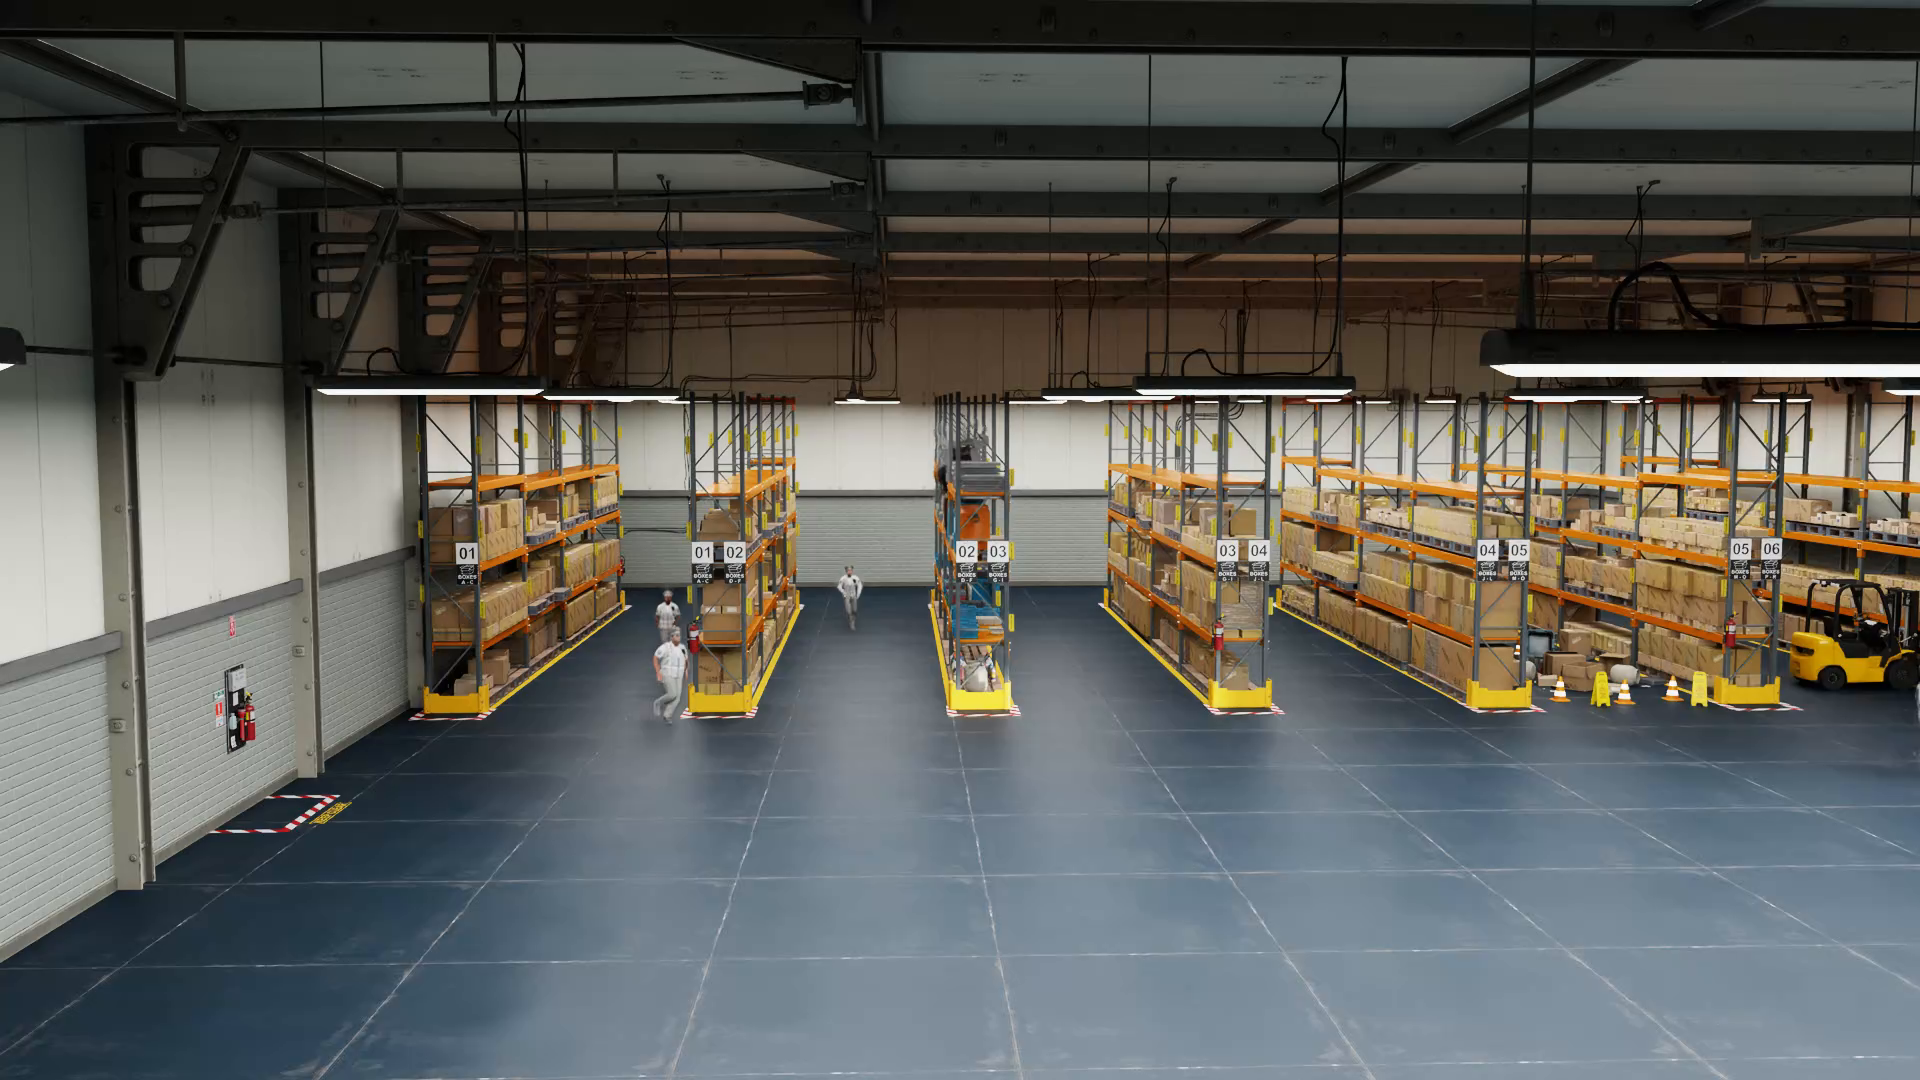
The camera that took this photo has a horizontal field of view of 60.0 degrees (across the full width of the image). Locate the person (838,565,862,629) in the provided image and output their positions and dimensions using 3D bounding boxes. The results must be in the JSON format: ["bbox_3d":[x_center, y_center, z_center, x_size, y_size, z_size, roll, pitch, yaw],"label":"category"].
[{"bbox_3d":[-2.833,1.476,42.868,0.631,1.651,0.483,0,5,-6],"label":"person"}]

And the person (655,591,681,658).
[{"bbox_3d":[-6.478,1.950,36.877,0.575,1.657,0.559,-1,5,-10],"label":"person"}]

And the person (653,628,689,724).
[{"bbox_3d":[-5.194,2.450,30.229,0.699,1.707,0.550,-4,6,-44],"label":"person"}]
